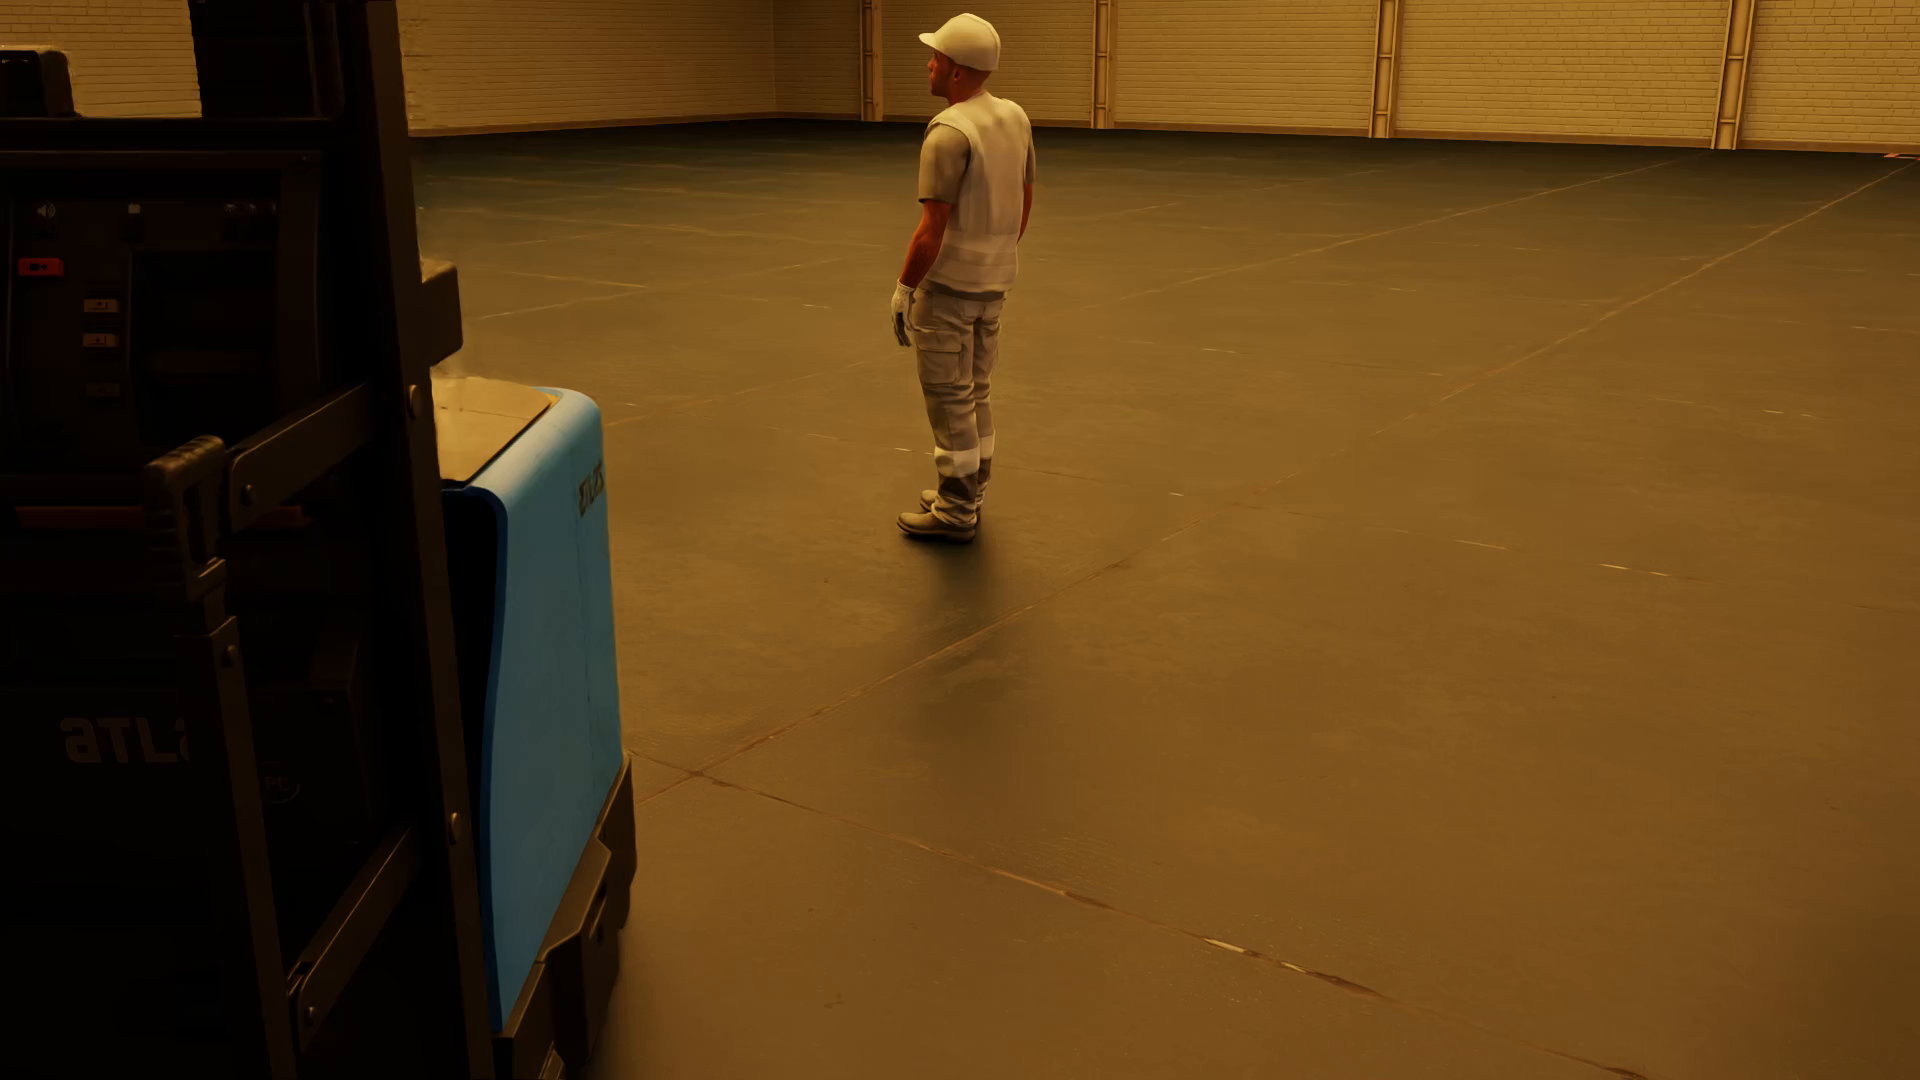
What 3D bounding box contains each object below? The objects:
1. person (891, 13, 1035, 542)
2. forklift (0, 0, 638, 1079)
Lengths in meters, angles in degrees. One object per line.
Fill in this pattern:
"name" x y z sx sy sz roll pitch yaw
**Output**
"person" -0.059 -0.880 5.743 0.564 1.787 0.637 11 20 33
"forklift" -1.179 -0.251 1.673 1.130 2.935 3.031 0 17 0
